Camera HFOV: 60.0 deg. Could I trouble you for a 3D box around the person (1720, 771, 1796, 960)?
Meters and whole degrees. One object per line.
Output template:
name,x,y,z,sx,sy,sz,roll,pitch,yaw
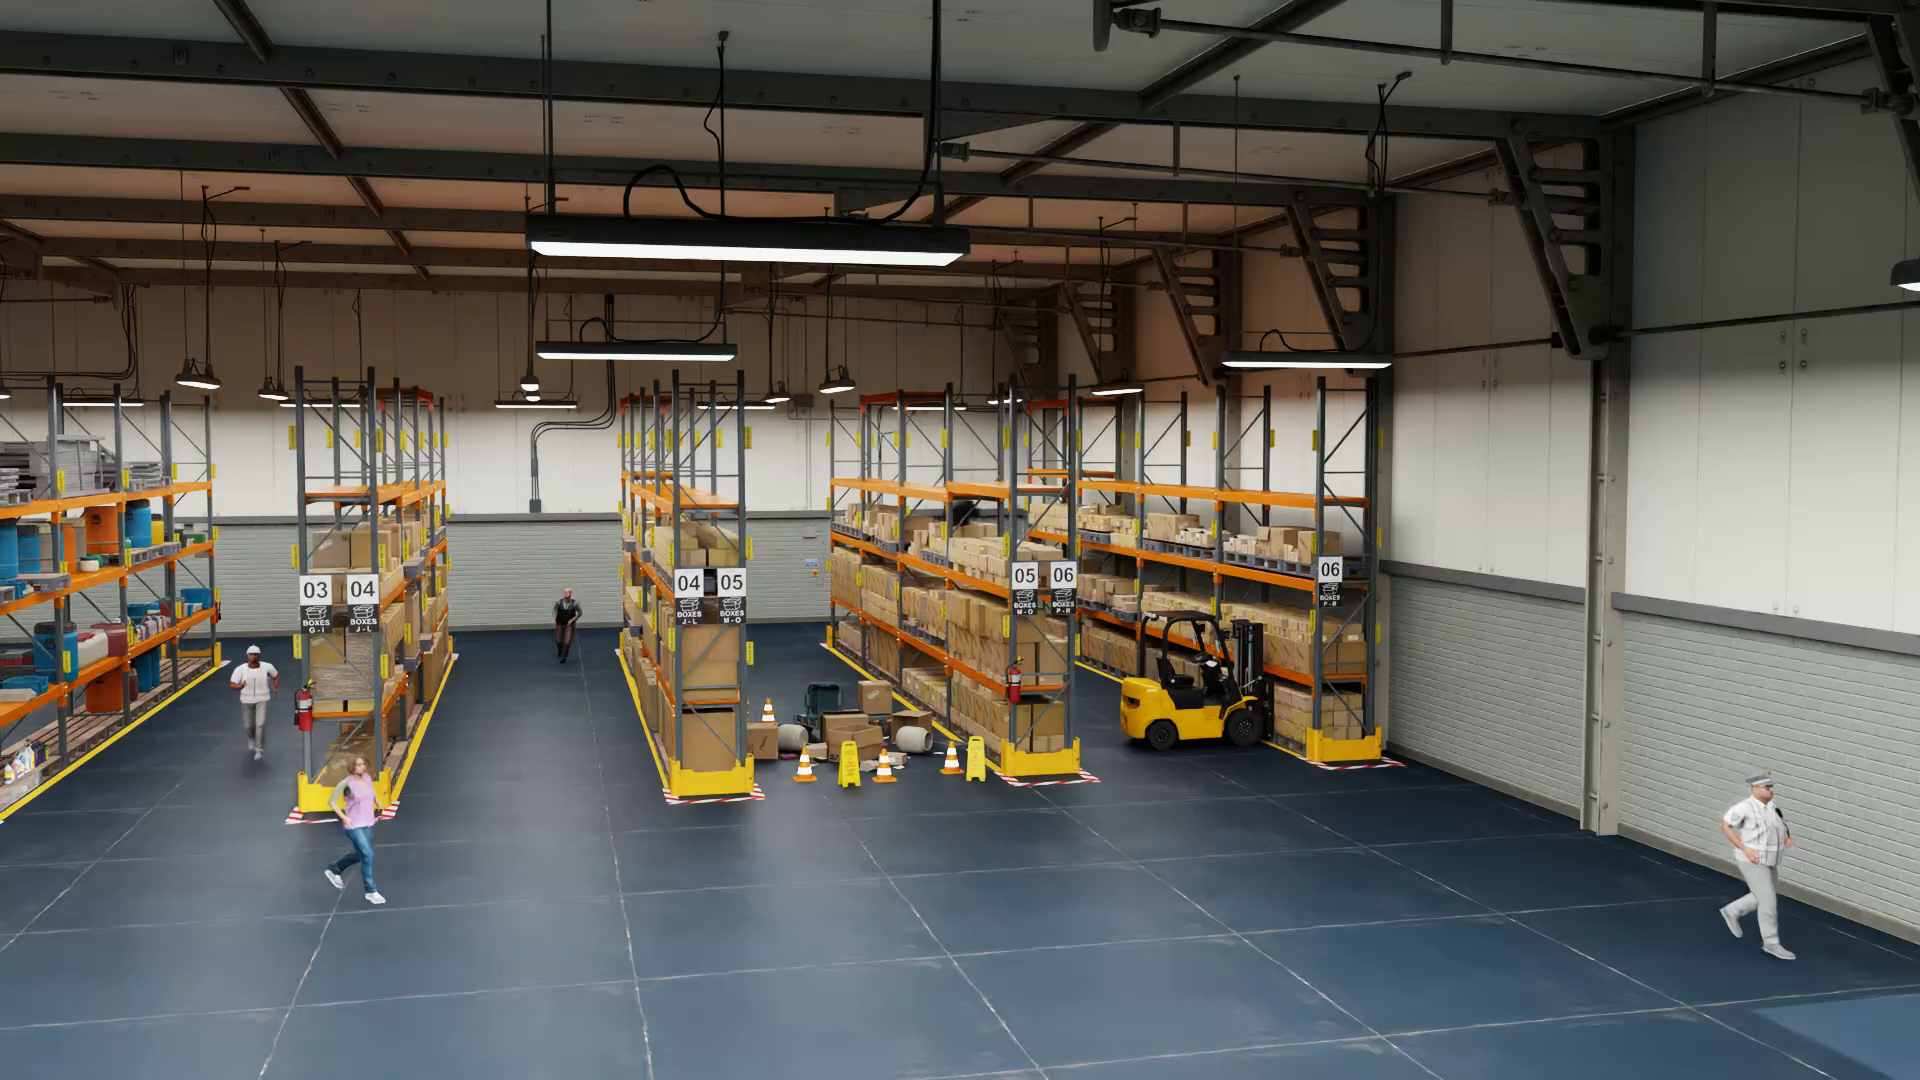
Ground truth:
person,7.814,3.134,16.300,0.667,1.778,0.860,-2,4,-33

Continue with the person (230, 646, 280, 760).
person,-11.096,2.533,26.165,0.703,1.747,0.987,-1,4,-18

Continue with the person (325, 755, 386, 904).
person,-6.587,3.127,18.126,0.802,1.604,0.528,1,4,23

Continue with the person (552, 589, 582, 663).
person,-8.878,1.931,37.573,0.685,1.681,0.547,0,3,-3
